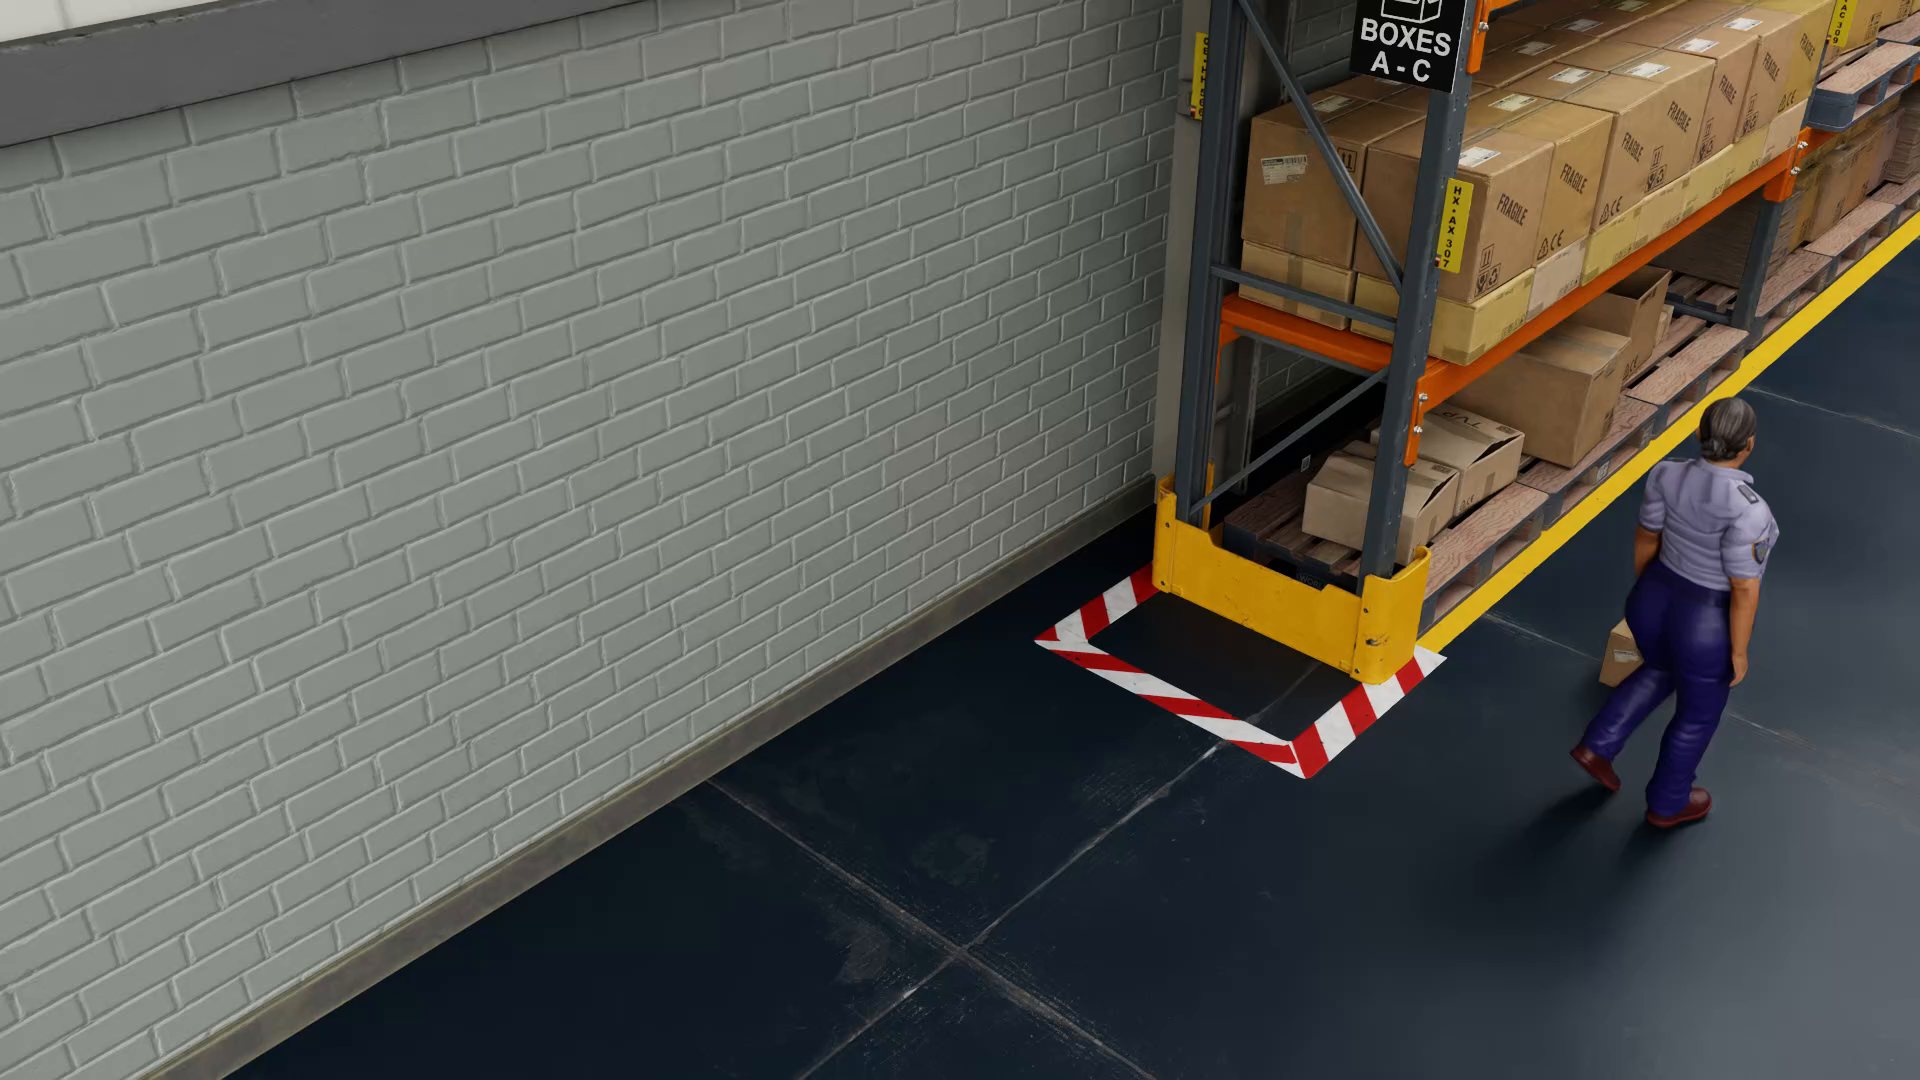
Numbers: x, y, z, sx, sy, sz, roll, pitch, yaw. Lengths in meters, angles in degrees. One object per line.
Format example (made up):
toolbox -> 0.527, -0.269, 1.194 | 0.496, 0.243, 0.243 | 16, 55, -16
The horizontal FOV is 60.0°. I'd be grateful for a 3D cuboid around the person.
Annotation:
person -> 2.505, 0.271, 5.694 | 0.468, 1.648, 0.511 | -15, 35, -23
